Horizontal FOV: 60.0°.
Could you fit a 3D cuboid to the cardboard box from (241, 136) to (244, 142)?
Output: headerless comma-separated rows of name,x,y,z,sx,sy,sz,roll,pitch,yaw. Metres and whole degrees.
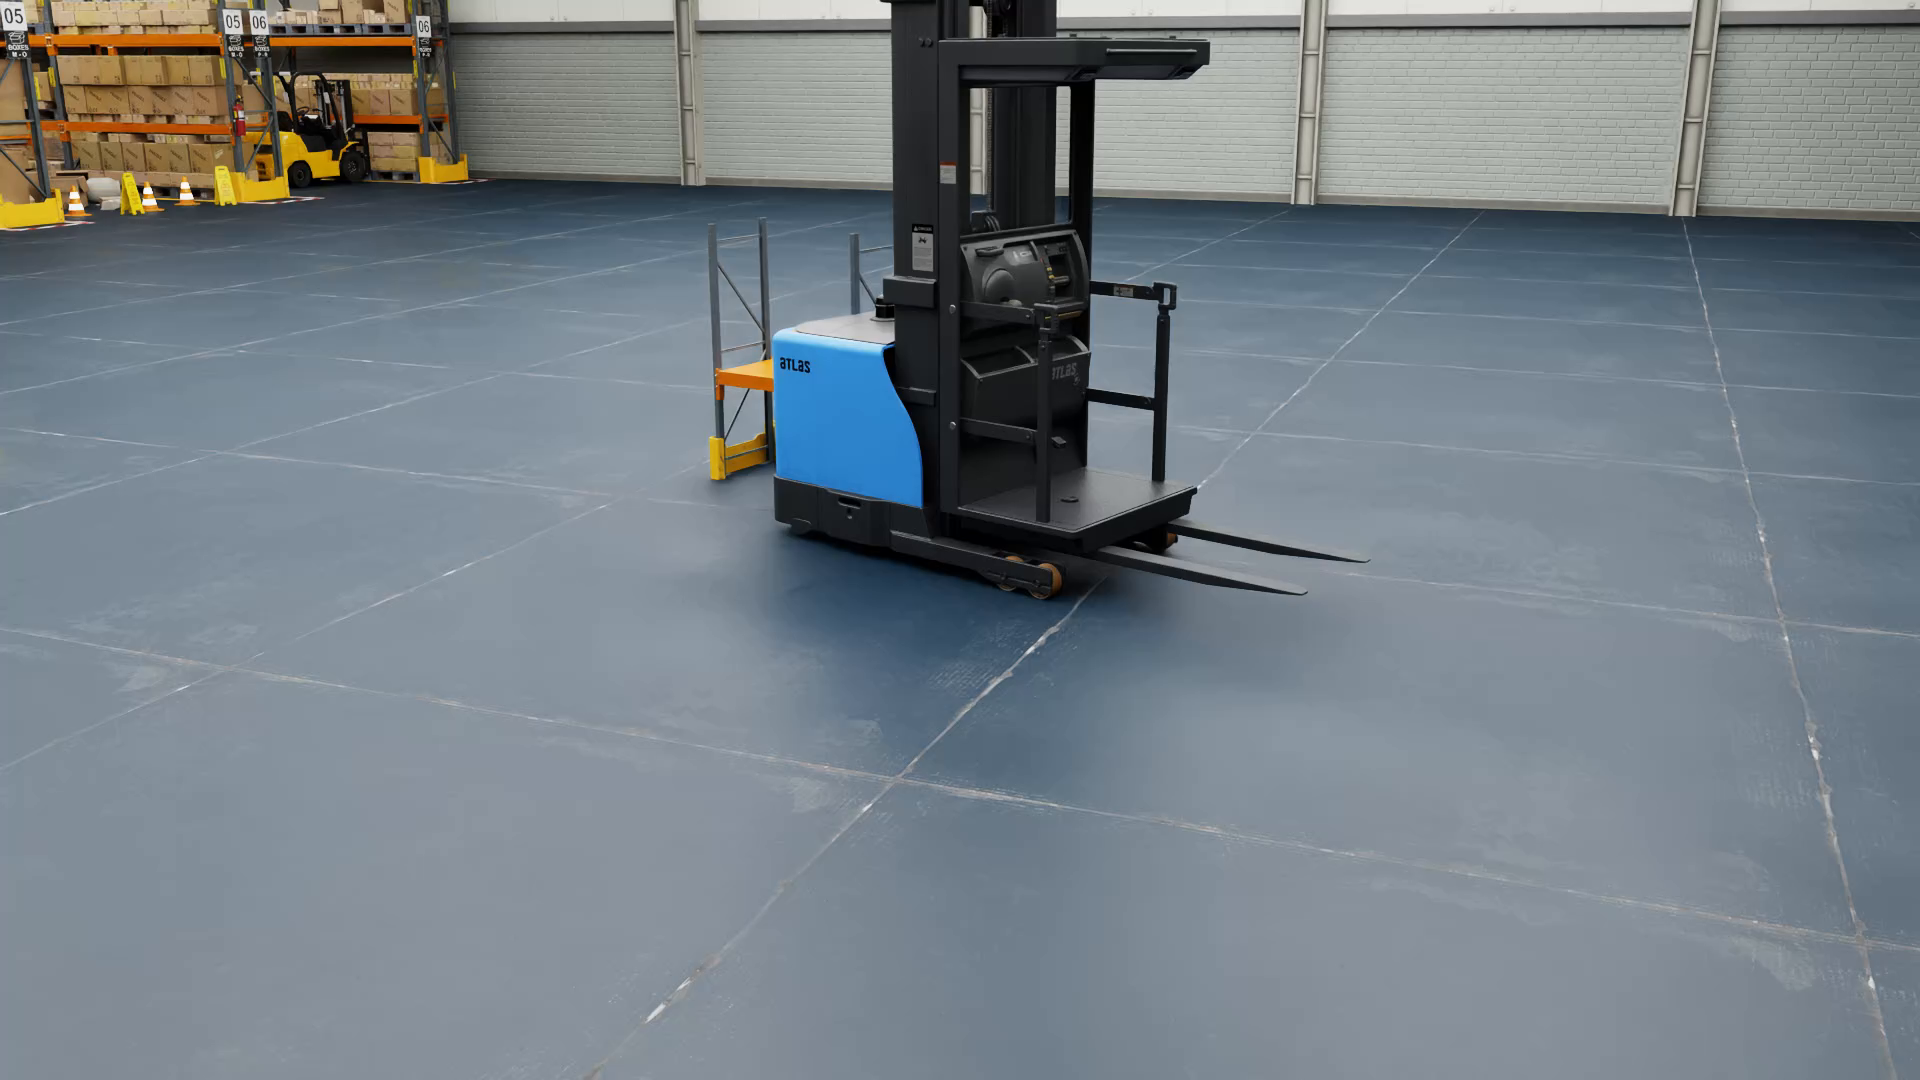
cardboard box,-14.728,-8.278,35.313,0.625,0.625,0.875,7,18,23

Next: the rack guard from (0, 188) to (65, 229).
rack guard,-14.035,-4.972,24.904,0.348,0.500,1.175,6,17,21

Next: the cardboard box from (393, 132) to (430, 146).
cardboard box,-11.060,-8.084,33.527,0.500,0.250,0.500,7,18,22

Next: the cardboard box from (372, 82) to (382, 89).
cardboard box,-11.636,-9.168,33.532,0.250,0.149,0.380,6,17,20

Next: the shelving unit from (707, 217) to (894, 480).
shelving unit,-0.884,-1.074,9.683,1.083,1.500,0.587,10,19,31

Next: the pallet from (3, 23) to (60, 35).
pallet,-16.591,-9.319,30.352,1.003,0.211,1.213,6,17,21

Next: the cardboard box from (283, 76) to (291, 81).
cardboard box,-13.768,-9.560,34.348,0.250,0.149,0.380,7,17,21

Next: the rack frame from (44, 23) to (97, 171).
rack frame,-16.056,-7.878,30.431,0.127,3.000,1.000,6,17,21

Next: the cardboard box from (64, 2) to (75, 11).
cardboard box,-15.630,-9.445,29.469,0.250,0.149,0.380,7,18,22

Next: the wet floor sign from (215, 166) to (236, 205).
wet floor sign,-12.551,-6.042,28.327,0.232,0.644,0.267,14,21,40

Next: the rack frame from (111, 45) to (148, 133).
rack frame,-17.959,-9.575,36.276,0.127,3.000,1.000,6,17,21

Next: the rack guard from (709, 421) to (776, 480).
rack guard,-1.302,-0.549,10.118,0.087,0.250,0.587,10,19,31

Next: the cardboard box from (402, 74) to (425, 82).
cardboard box,-10.928,-9.241,33.250,0.250,0.149,0.380,6,17,21

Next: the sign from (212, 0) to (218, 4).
sign,-12.557,-9.193,27.991,0.005,0.325,0.100,6,17,21

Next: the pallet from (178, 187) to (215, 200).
pallet,-13.148,-6.230,29.755,1.213,0.211,1.003,6,17,21

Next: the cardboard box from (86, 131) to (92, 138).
cardboard box,-19.006,-8.931,36.624,0.250,0.149,0.380,6,17,19

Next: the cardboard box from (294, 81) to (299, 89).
cardboard box,-13.544,-9.379,34.259,0.250,0.149,0.380,6,17,21

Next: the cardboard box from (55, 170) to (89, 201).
cardboard box,-15.558,-6.217,29.186,0.500,0.500,0.500,-9,18,-27

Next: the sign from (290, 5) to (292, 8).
sign,-14.036,-11.037,34.862,0.005,0.325,0.100,6,17,21

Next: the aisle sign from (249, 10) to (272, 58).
aisle sign,-12.164,-8.792,28.914,0.004,0.787,0.394,6,17,21

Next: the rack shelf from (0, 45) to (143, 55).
rack shelf,-19.820,-10.875,36.663,4.000,0.370,1.077,6,17,21

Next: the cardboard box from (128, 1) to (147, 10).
cardboard box,-14.197,-9.278,28.893,0.250,0.149,0.380,7,18,22

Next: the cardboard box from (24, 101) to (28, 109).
cardboard box,-16.875,-7.972,30.451,0.250,0.149,0.380,6,17,19

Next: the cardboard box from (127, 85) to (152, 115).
cardboard box,-14.334,-7.805,29.467,0.500,0.500,0.500,6,17,21

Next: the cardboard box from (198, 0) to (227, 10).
cardboard box,-12.758,-9.130,28.383,0.250,0.149,0.380,6,17,21

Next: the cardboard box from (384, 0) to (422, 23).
cardboard box,-11.018,-10.477,32.891,0.500,0.500,0.500,7,18,22

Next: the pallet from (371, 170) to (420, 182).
pallet,-11.244,-7.485,34.078,1.213,0.211,1.003,6,17,21

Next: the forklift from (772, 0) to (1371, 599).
forklift,0.485,-1.299,7.890,3.031,2.935,1.130,13,20,37

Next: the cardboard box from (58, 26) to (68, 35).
cardboard box,-15.854,-9.102,29.716,0.250,0.149,0.380,6,17,20

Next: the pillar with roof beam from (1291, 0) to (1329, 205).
pillar with roof beam,4.331,-8.985,23.483,0.400,9.000,9.100,6,17,21

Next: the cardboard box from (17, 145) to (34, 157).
cardboard box,-20.814,-8.826,37.426,0.500,0.500,0.500,6,17,20

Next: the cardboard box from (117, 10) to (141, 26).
cardboard box,-14.332,-9.118,29.055,0.500,0.250,0.500,6,17,21

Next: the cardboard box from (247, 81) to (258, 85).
cardboard box,-14.637,-9.503,34.685,0.250,0.149,0.380,7,18,23

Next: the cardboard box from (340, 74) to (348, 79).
cardboard box,-12.357,-9.397,33.785,0.250,0.149,0.380,7,17,21

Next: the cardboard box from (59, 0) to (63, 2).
cardboard box,-16.920,-9.901,30.636,0.500,0.250,0.500,6,17,19

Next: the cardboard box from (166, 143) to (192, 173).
cardboard box,-13.663,-6.777,29.472,0.500,0.500,0.500,7,18,23

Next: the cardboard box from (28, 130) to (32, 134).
cardboard box,-20.655,-9.135,37.328,0.250,0.149,0.380,6,17,20

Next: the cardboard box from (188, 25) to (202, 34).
cardboard box,-13.013,-8.770,28.573,0.250,0.149,0.380,6,17,21

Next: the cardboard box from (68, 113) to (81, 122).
cardboard box,-15.881,-7.642,30.069,0.250,0.149,0.380,6,17,20

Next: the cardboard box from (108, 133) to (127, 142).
cardboard box,-15.033,-7.220,29.835,0.250,0.149,0.380,7,18,23

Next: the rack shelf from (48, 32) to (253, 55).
rack shelf,-14.195,-8.769,29.409,4.000,0.370,1.077,6,17,21

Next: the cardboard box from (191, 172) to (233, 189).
cardboard box,-13.208,-6.366,29.399,0.500,0.250,0.500,6,17,20

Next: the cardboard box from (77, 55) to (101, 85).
cardboard box,-15.259,-8.390,29.688,0.500,0.500,0.700,6,17,21

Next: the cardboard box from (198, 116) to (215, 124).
cardboard box,-13.038,-7.328,28.988,0.250,0.149,0.380,6,17,20

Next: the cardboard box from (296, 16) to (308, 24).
cardboard box,-13.217,-10.532,33.711,0.250,0.149,0.380,7,18,22

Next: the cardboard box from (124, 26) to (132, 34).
cardboard box,-14.419,-8.944,29.174,0.250,0.149,0.380,6,17,21

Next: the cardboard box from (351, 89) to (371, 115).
cardboard box,-12.027,-8.895,33.754,0.500,0.500,0.500,6,17,20

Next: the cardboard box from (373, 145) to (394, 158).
cardboard box,-11.547,-7.901,33.791,0.500,0.250,0.500,6,17,20

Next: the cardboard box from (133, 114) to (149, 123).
cardboard box,-14.449,-7.491,29.546,0.250,0.149,0.380,6,17,20
